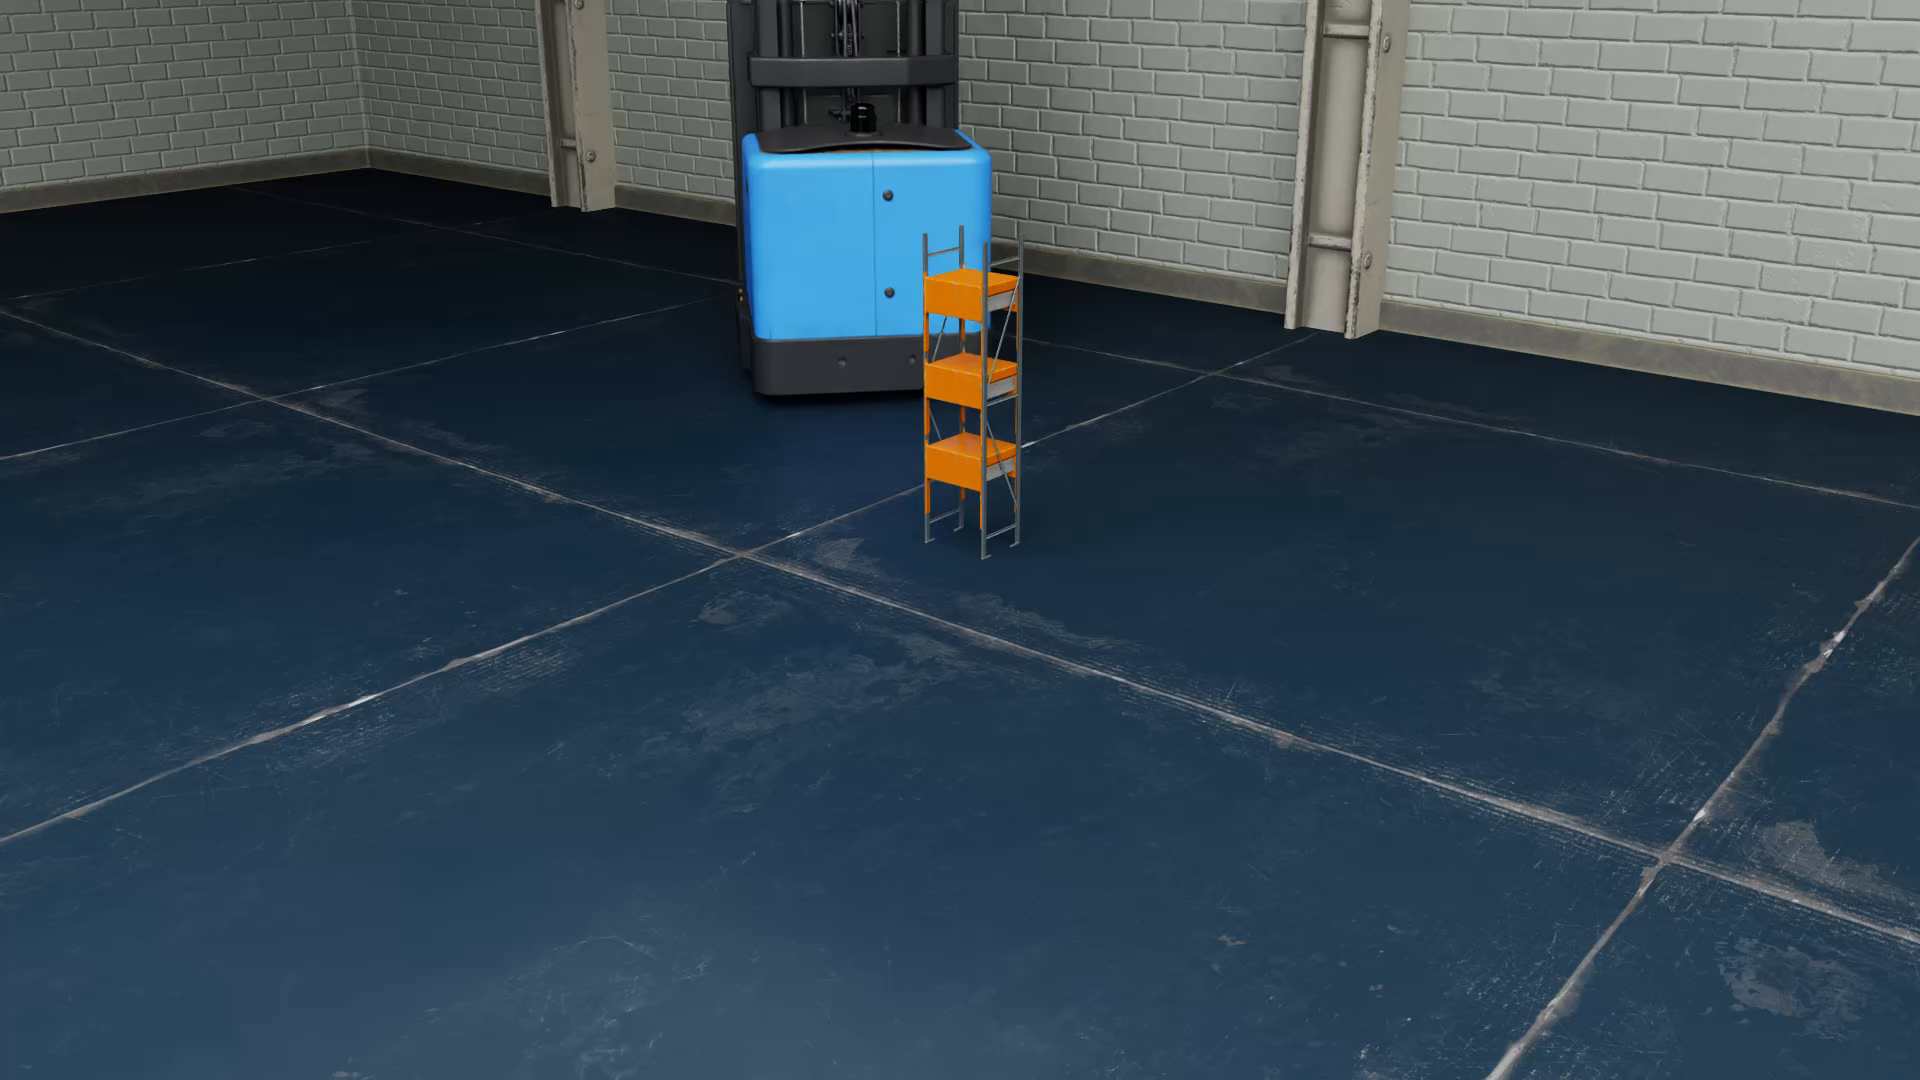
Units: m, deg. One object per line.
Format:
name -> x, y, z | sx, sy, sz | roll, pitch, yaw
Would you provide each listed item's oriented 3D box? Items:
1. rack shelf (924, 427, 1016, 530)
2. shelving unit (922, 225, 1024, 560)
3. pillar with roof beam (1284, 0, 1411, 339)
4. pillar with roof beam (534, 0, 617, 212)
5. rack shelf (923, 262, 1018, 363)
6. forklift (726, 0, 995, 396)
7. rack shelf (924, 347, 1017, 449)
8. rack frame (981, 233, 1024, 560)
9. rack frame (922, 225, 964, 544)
rack shelf -> 0.041, -0.209, 5.553 | 0.240, 0.259, 0.215 | 16, 26, 36
shelving unit -> 0.041, -0.479, 5.451 | 0.252, 1.050, 0.215 | 16, 26, 36
pillar with roof beam -> -0.805, -4.127, 3.858 | 0.400, 9.000, 9.100 | 16, 26, 36
pillar with roof beam -> -5.453, -5.465, 7.408 | 0.400, 9.000, 9.100 | 16, 26, 36
rack shelf -> 0.041, -0.735, 5.355 | 0.240, 0.259, 0.215 | 16, 26, 36
forklift -> -0.589, -2.471, 8.067 | 1.130, 2.935, 3.031 | -3, 21, -8
rack shelf -> 0.041, -0.469, 5.455 | 0.240, 0.259, 0.215 | 16, 26, 36
rack frame -> 0.136, -0.452, 5.379 | 0.008, 1.050, 0.200 | 16, 26, 36
rack frame -> -0.053, -0.507, 5.523 | 0.008, 1.050, 0.200 | 16, 26, 36
